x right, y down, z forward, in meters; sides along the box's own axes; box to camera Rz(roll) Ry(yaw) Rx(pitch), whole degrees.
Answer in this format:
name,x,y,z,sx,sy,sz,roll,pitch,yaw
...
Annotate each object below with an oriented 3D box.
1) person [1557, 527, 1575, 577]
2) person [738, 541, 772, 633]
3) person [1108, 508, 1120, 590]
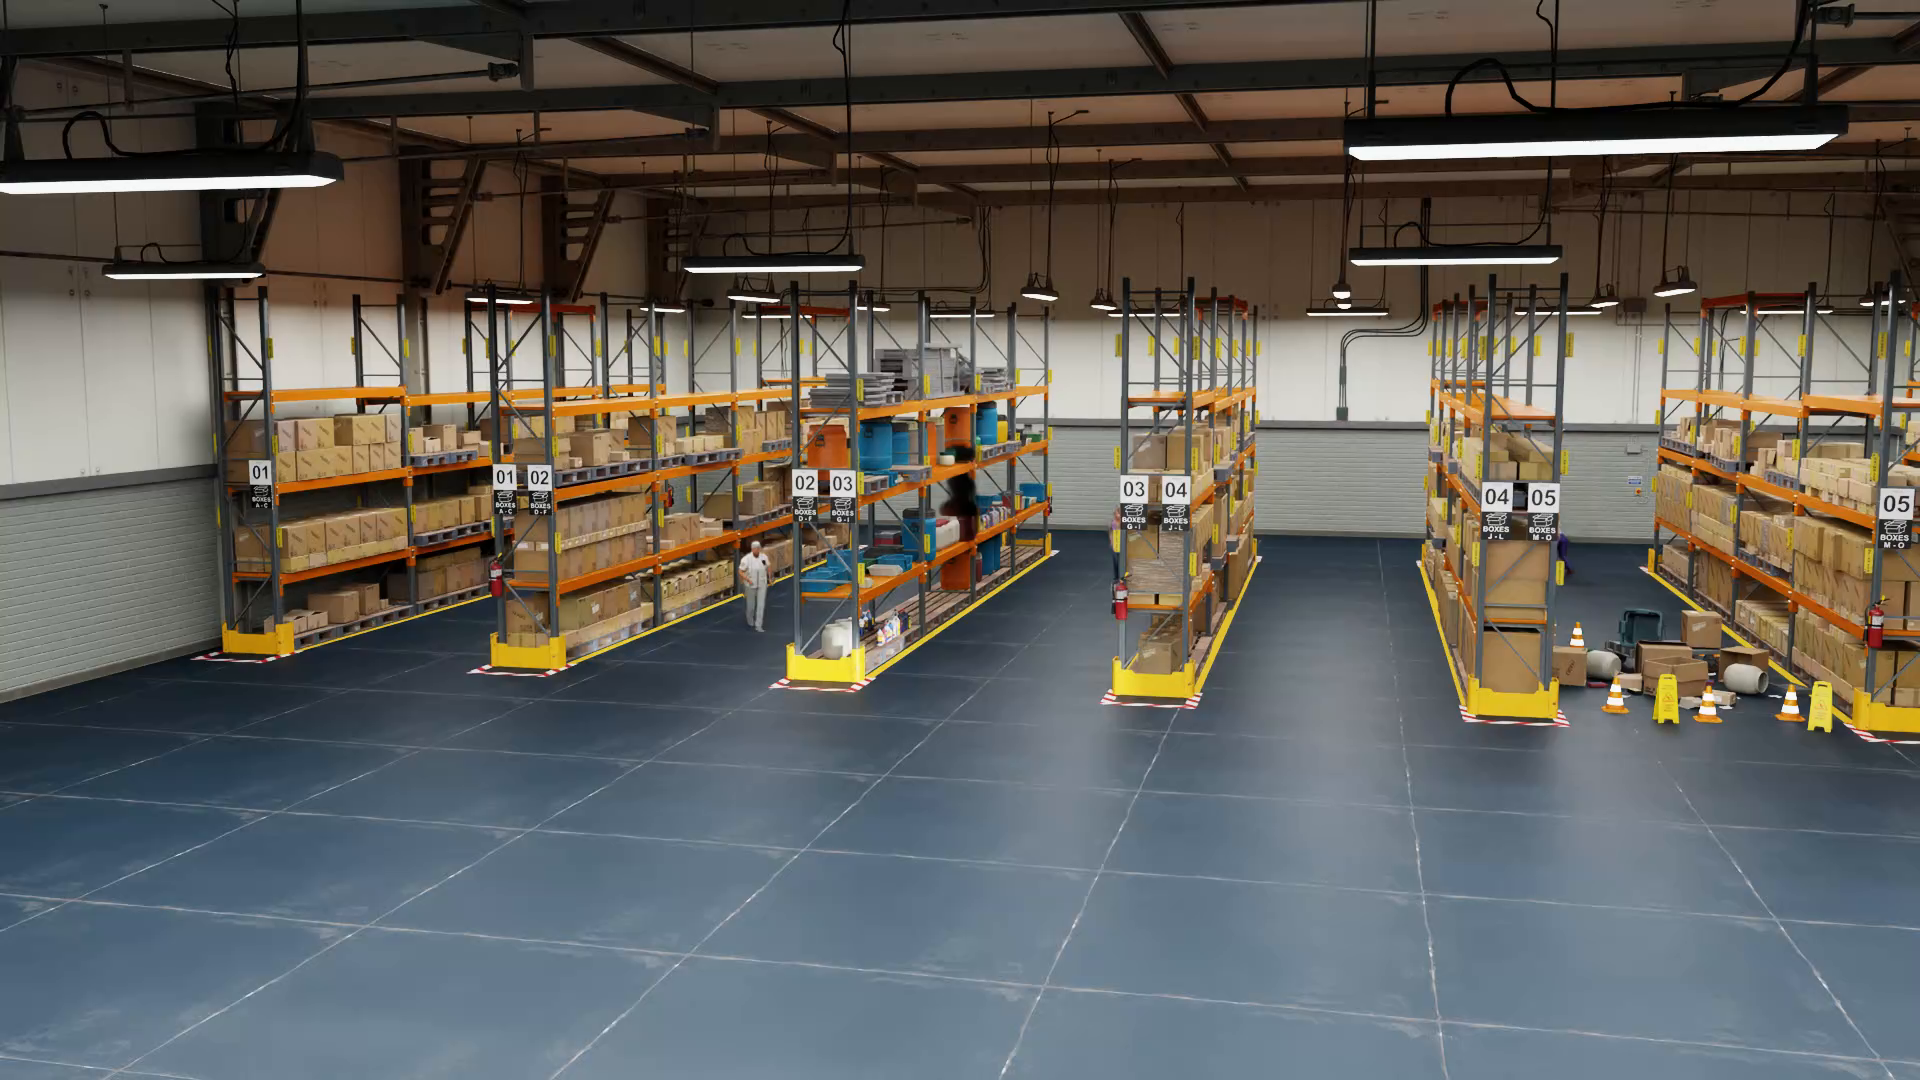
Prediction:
name,x,y,z,sx,sy,sz,roll,pitch,yaw
person,13.189,0.112,36.640,0.583,1.450,1.084,-3,7,-26
person,-3.659,0.806,29.661,0.605,1.624,0.771,-2,7,-14
person,3.192,0.163,32.954,0.535,1.603,0.678,2,7,17
